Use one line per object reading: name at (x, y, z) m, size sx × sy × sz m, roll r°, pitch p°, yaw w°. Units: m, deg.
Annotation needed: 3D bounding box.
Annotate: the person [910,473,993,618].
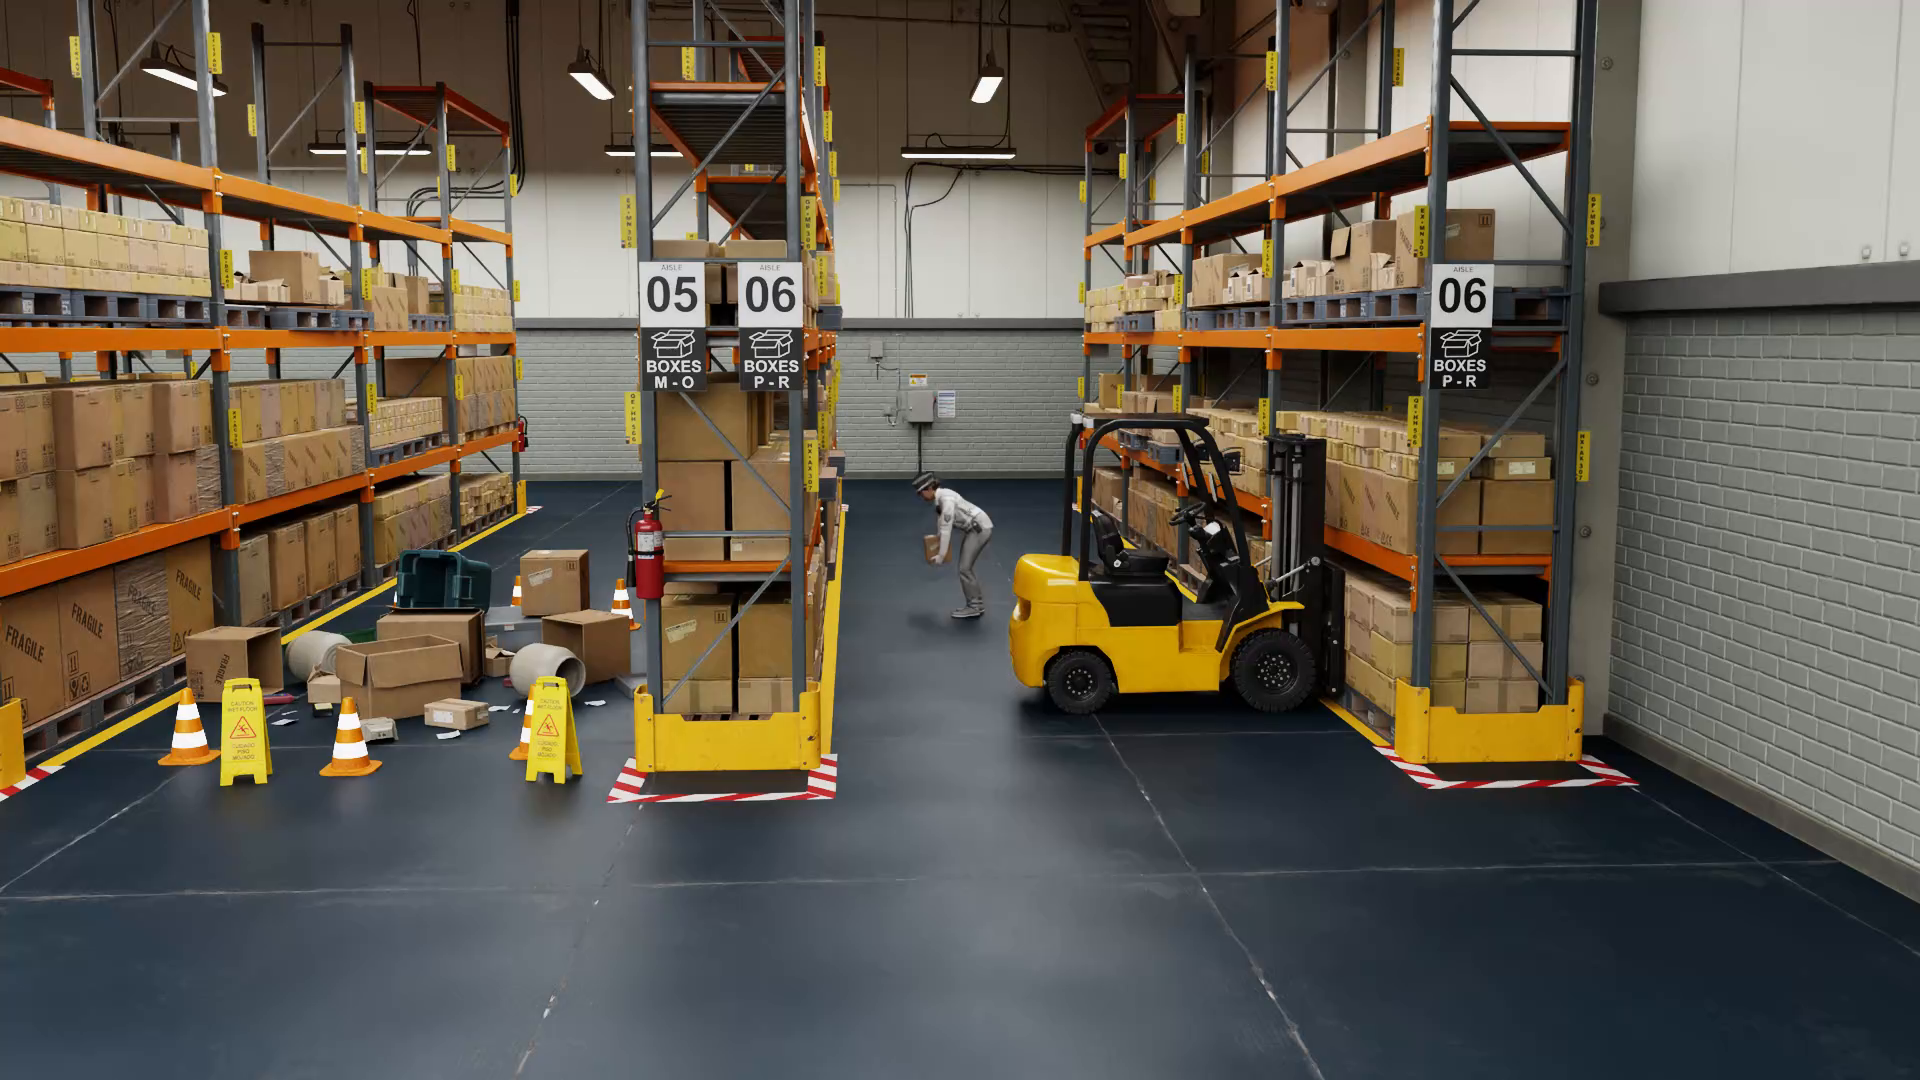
person at (-0.085, 0.049, 16.363) m, size 0.807 × 1.427 × 0.407 m, roll -1°, pitch 7°, yaw -5°
